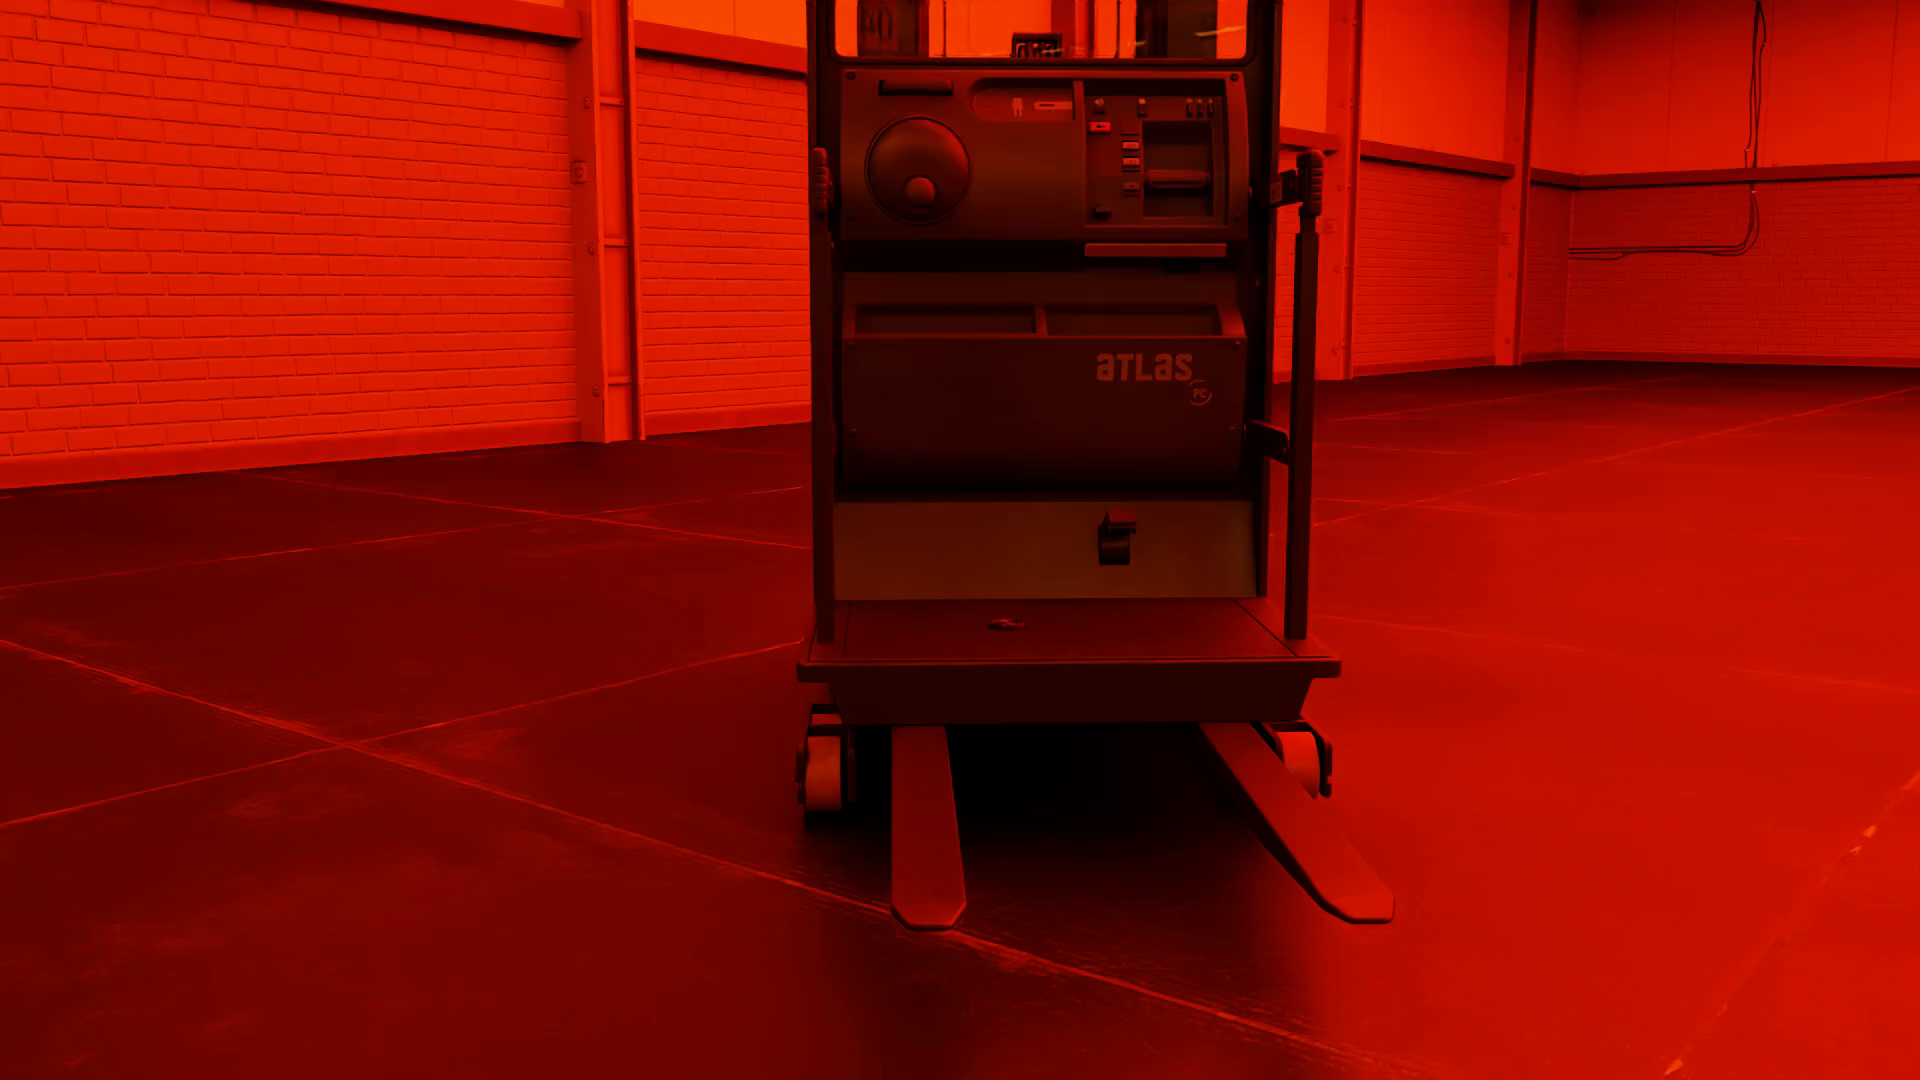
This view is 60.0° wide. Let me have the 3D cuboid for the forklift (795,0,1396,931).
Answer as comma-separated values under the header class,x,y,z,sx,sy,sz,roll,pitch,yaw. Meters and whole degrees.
class,x,y,z,sx,sy,sz,roll,pitch,yaw
forklift,0.203,-0.924,3.595,1.130,2.935,3.031,0,8,-2
